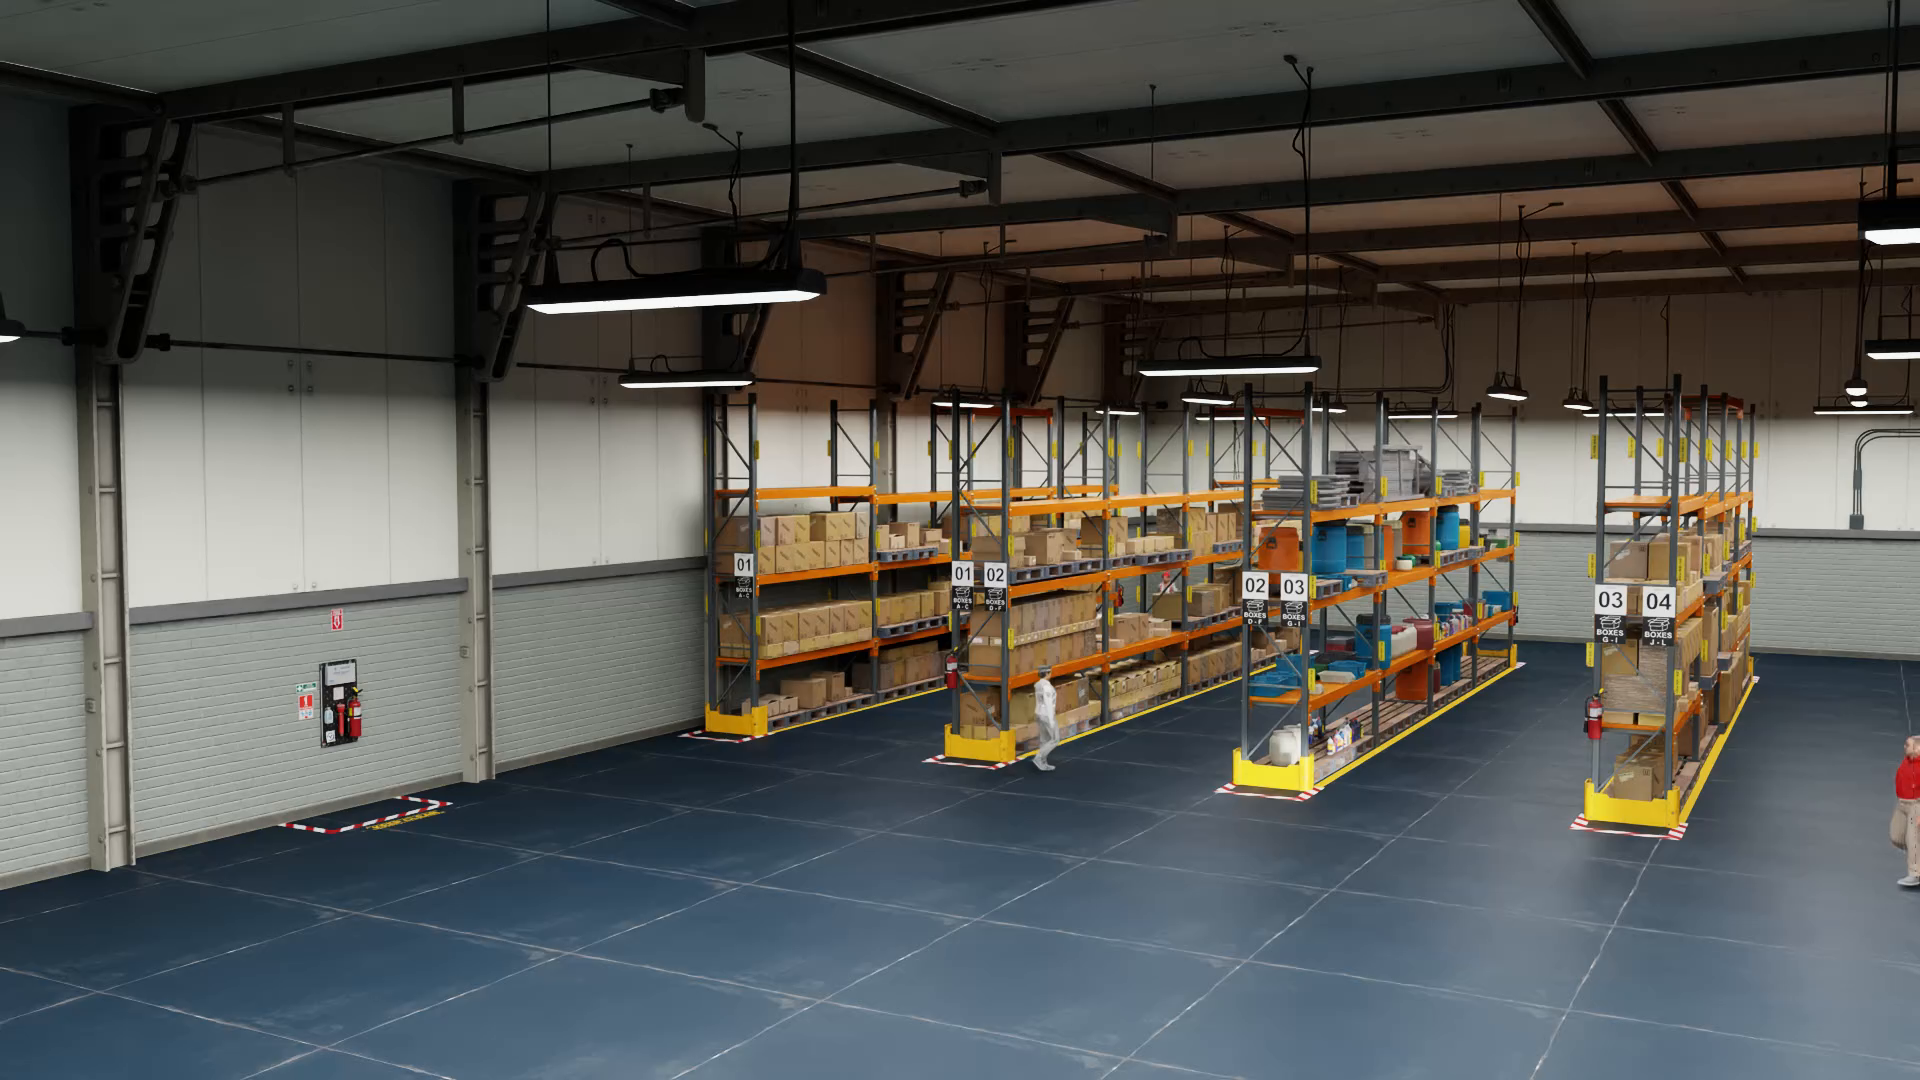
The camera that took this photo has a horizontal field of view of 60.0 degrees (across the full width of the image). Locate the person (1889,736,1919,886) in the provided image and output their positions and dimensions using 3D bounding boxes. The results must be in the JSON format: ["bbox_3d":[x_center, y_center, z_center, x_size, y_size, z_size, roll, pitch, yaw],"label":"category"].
[{"bbox_3d":[11.035,3.095,19.113,0.634,1.702,0.527,-1,3,-14],"label":"person"}]

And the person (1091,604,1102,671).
[{"bbox_3d":[2.800,2.189,35.403,0.570,1.743,0.902,3,4,39],"label":"person"}]

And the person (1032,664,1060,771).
[{"bbox_3d":[1.288,2.778,25.921,0.471,1.663,0.596,-1,3,-21],"label":"person"}]

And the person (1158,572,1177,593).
[{"bbox_3d":[5.455,1.726,44.120,0.577,1.738,1.025,1,3,19],"label":"person"}]
